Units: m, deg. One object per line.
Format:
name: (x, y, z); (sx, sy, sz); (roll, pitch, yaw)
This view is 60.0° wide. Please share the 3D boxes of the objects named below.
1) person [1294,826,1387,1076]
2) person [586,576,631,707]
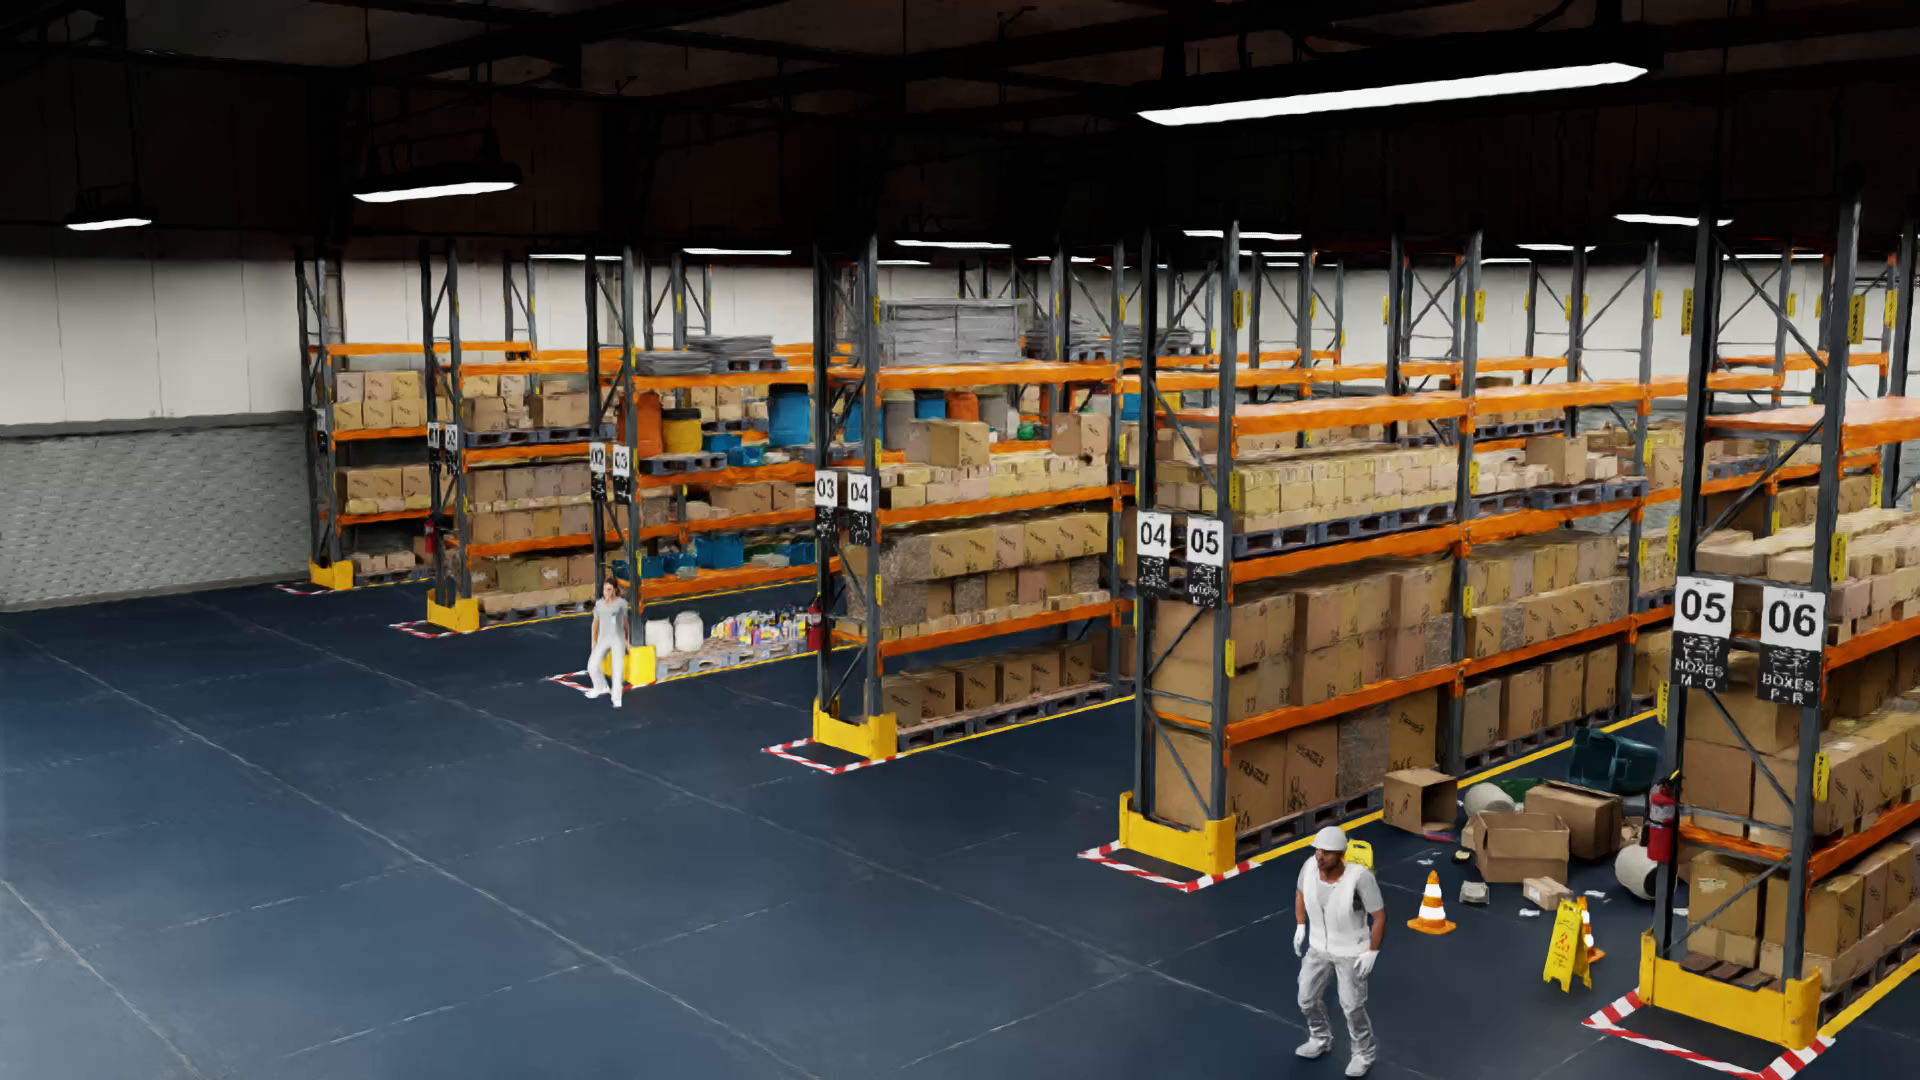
person: (2.496, 2.712, 11.054); (0.549, 1.735, 0.702); (-8, 12, -43)
person: (-4.486, 1.265, 21.063); (0.633, 1.664, 0.497); (1, 8, 6)
